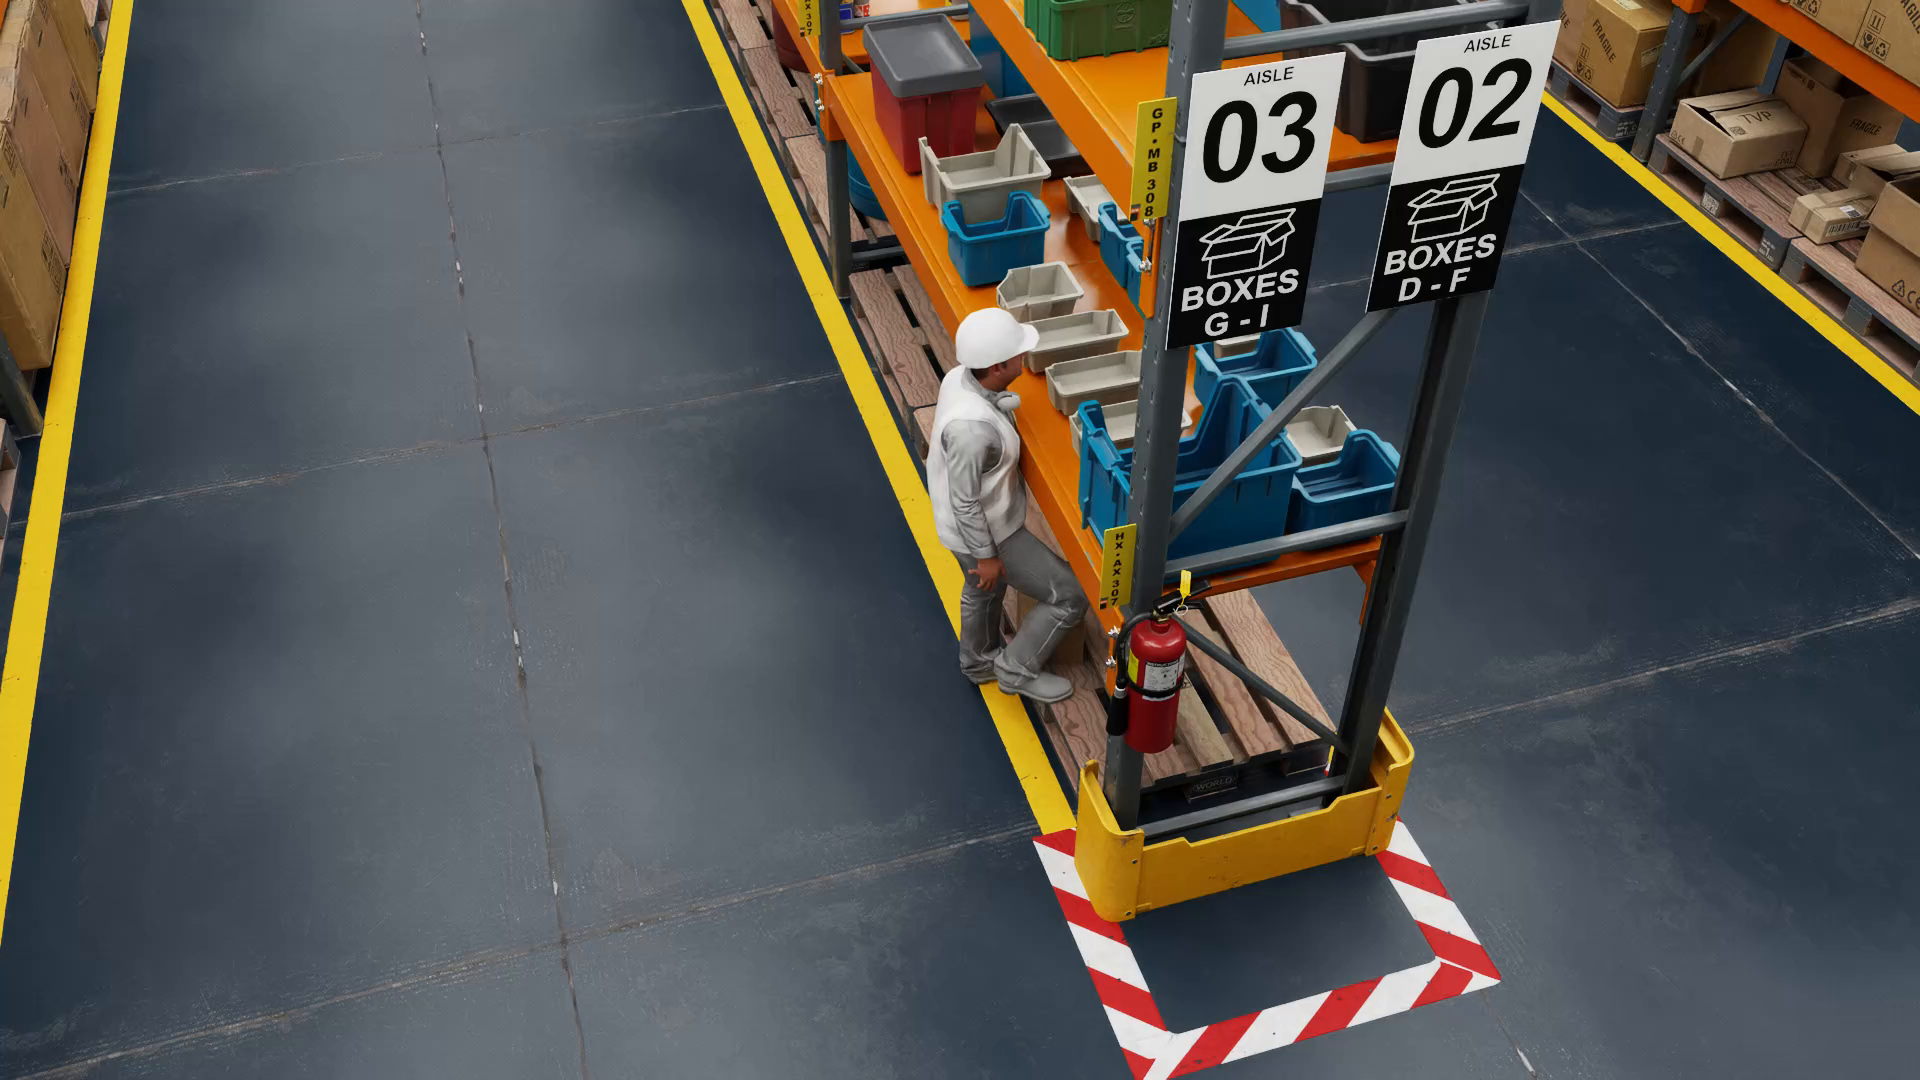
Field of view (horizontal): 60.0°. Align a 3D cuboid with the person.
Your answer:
[{"bbox_3d":[0.184,-0.084,6.218,0.611,1.777,0.636,0,42,0],"label":"person"}]
